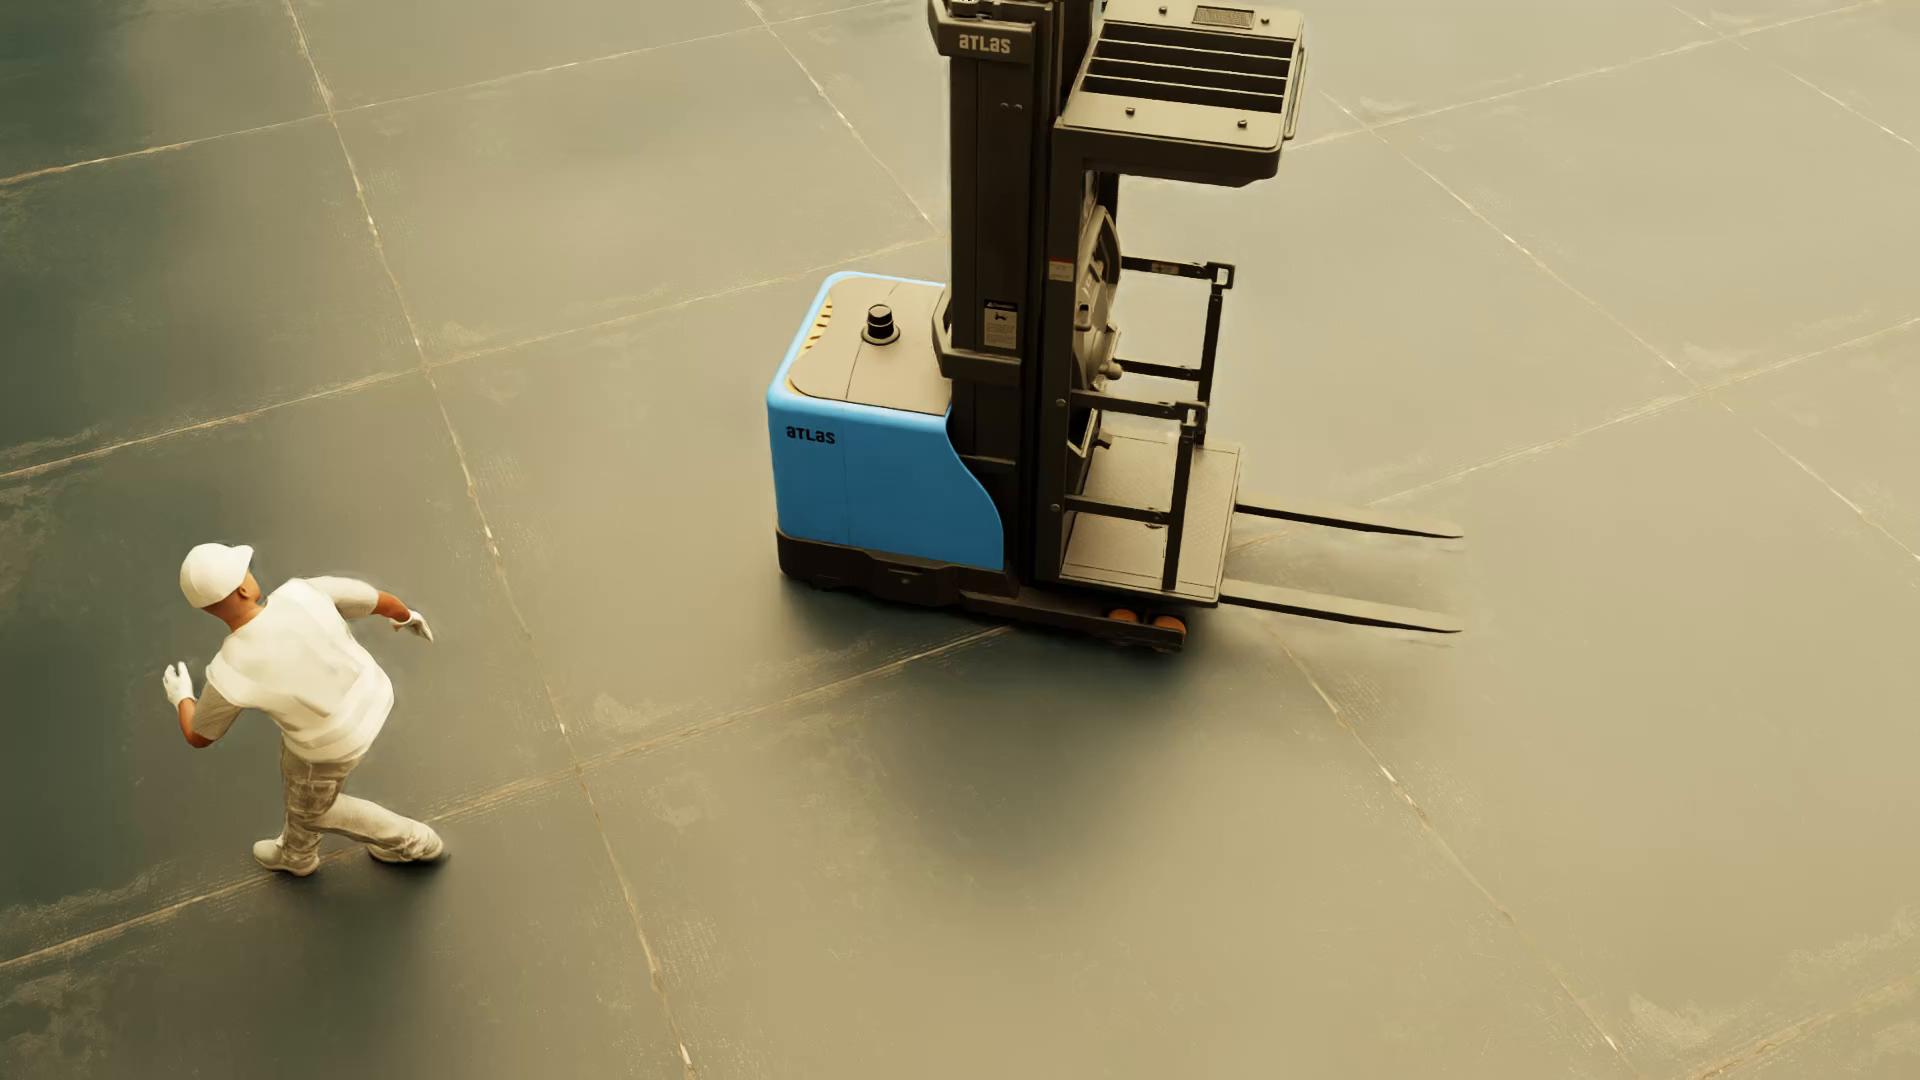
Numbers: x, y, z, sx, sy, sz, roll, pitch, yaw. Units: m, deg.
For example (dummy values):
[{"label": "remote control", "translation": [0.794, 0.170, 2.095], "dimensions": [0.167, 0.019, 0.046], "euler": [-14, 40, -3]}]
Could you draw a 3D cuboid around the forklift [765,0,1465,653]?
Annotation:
[{"label": "forklift", "translation": [0.743, -0.977, 6.727], "dimensions": [3.031, 2.935, 1.130], "euler": [9, 44, 10]}]

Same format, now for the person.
[{"label": "person", "translation": [-2.406, 0.561, 6.045], "dimensions": [0.841, 1.646, 0.841], "euler": [10, 44, 10]}]
